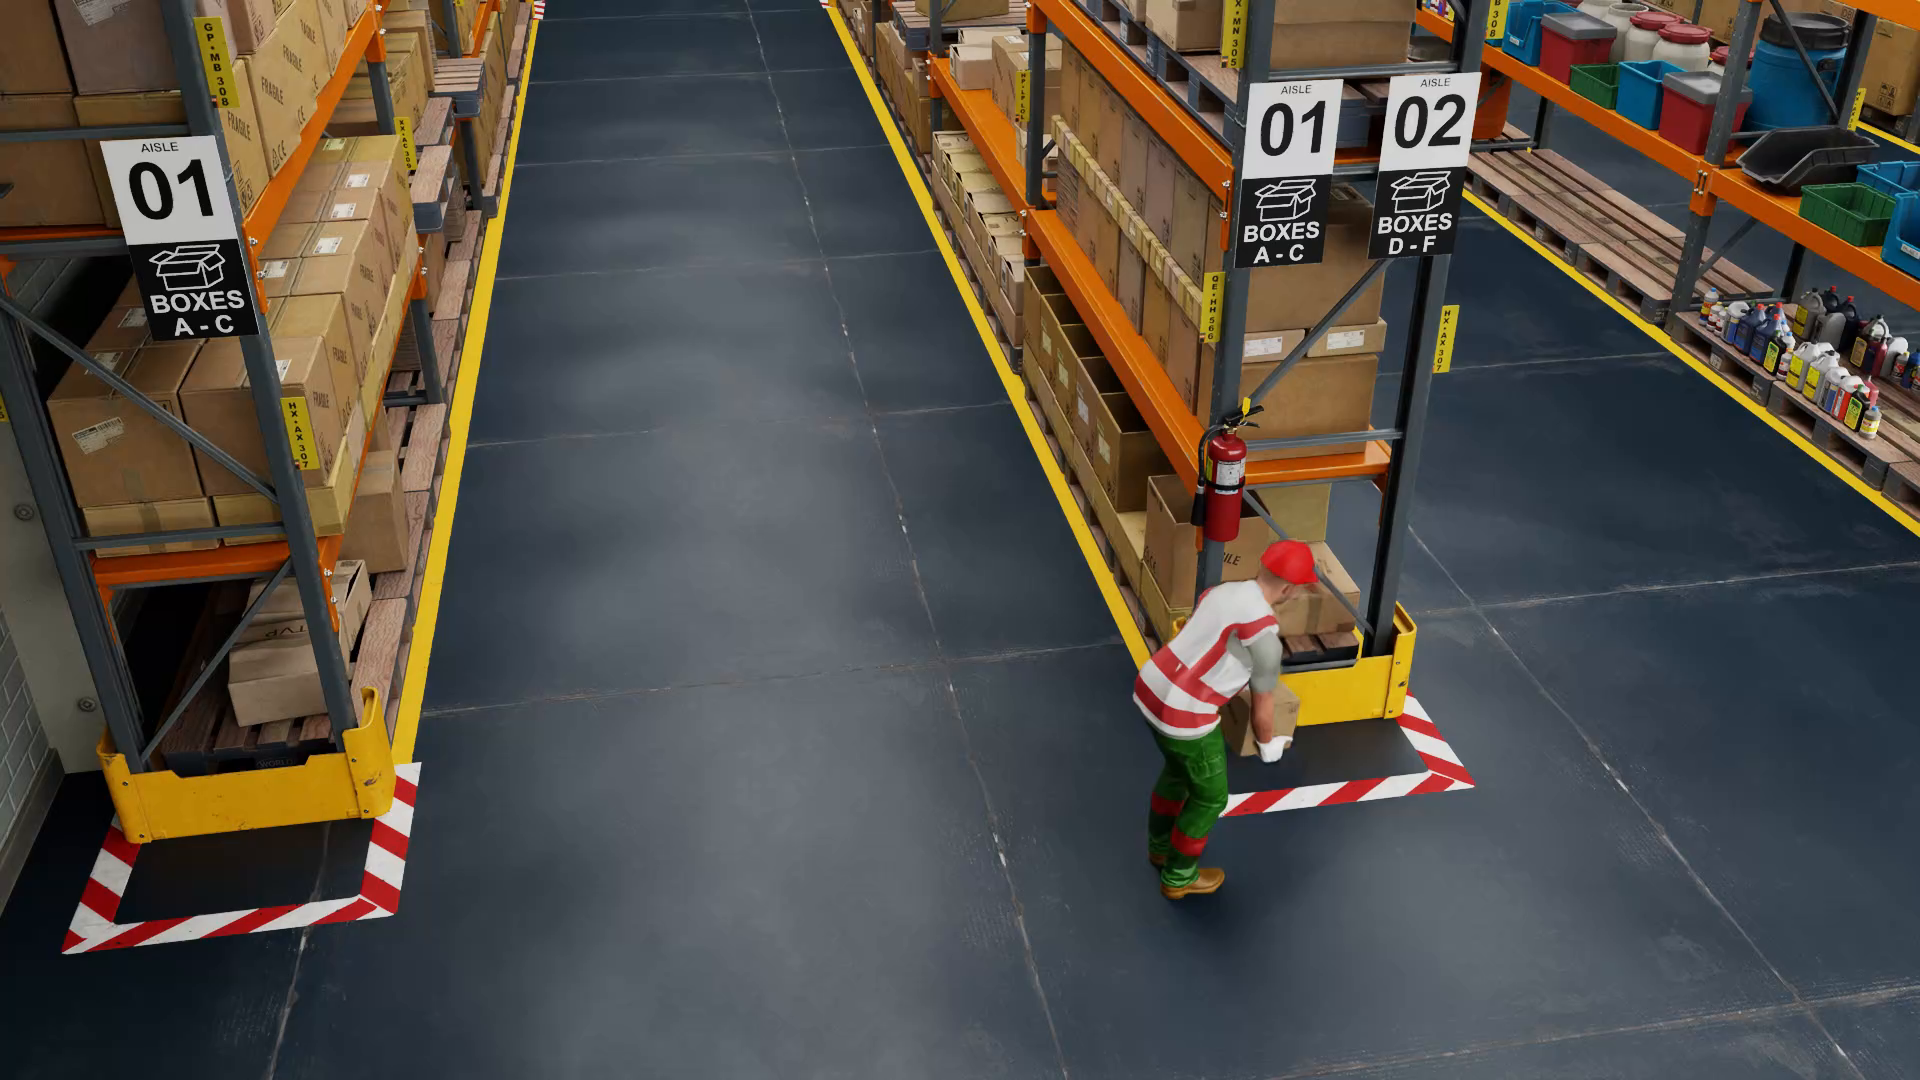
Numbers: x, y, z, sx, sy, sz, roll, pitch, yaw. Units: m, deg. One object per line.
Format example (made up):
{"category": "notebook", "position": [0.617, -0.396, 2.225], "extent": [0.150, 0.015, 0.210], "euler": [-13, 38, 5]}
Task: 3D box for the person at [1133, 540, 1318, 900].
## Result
{"category": "person", "position": [1.112, 0.742, 7.034], "extent": [0.773, 1.600, 0.472], "euler": [-12, 33, -20]}
